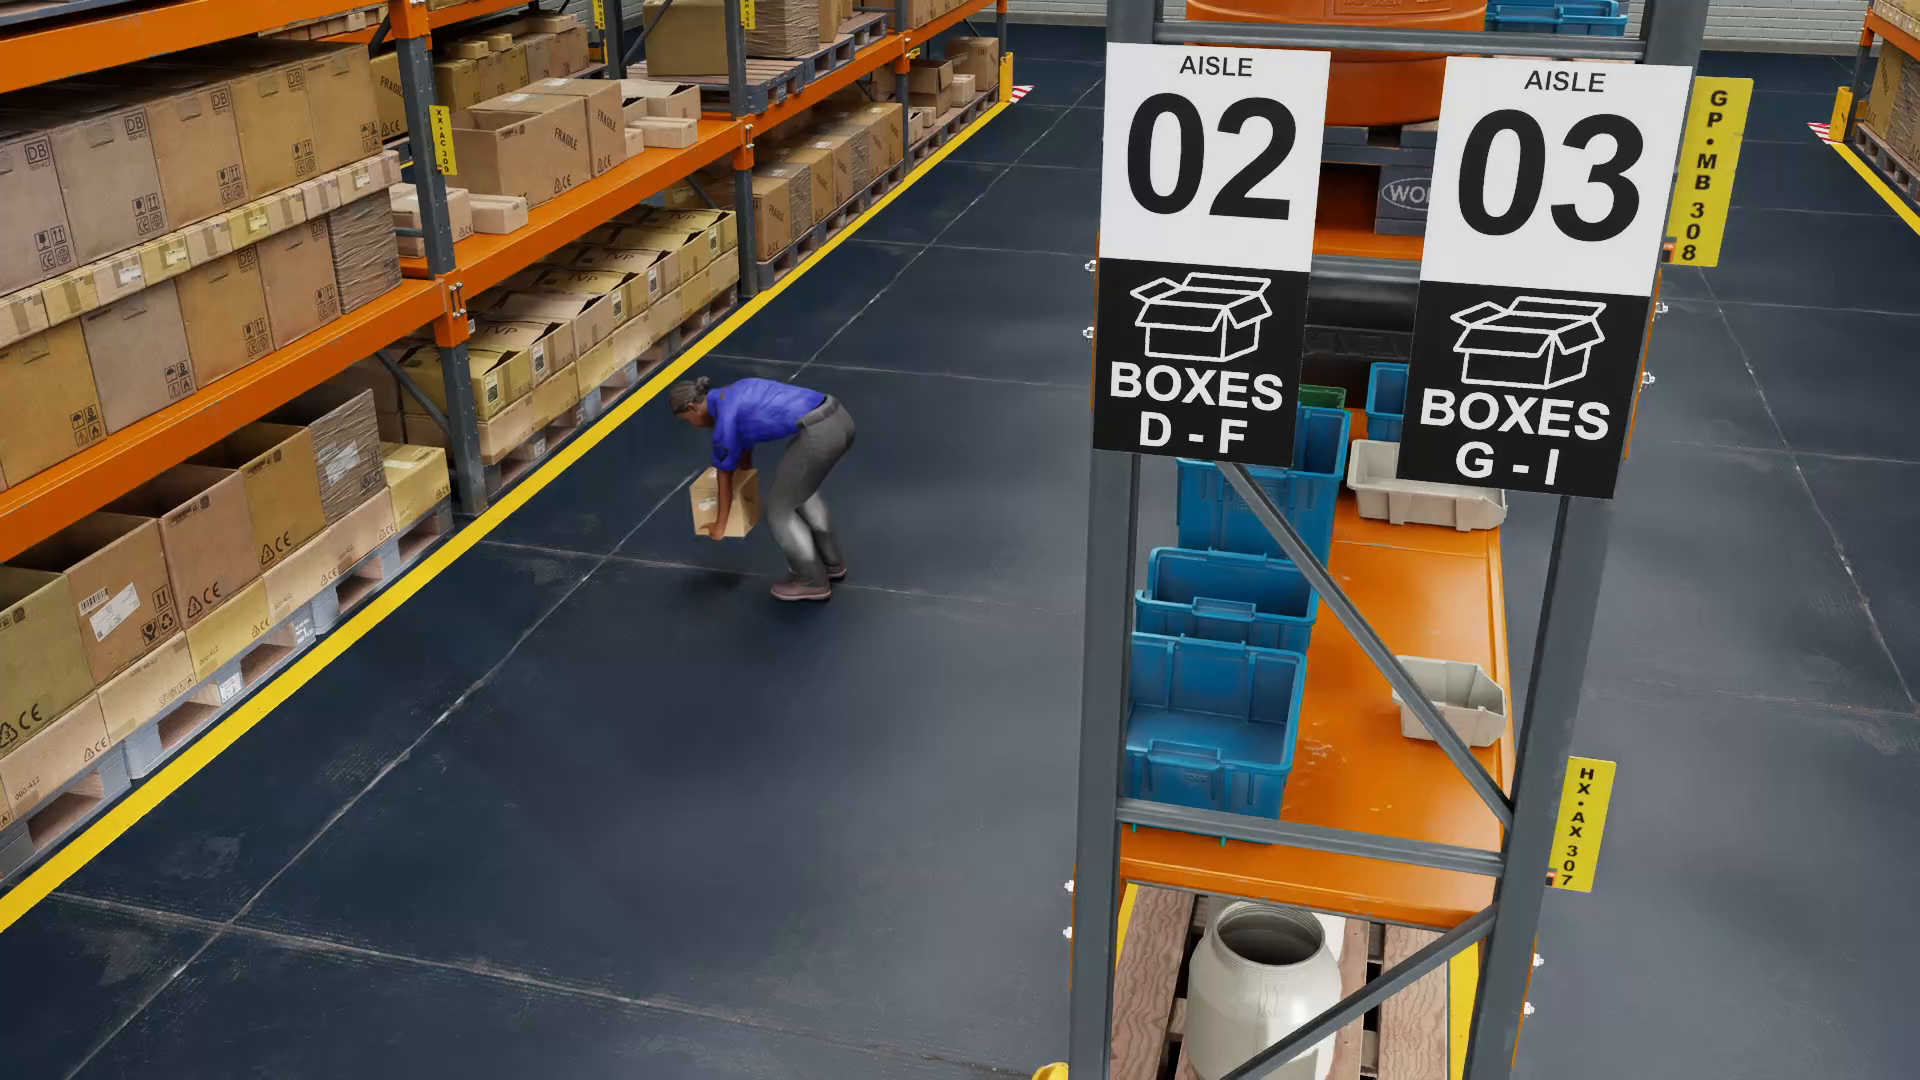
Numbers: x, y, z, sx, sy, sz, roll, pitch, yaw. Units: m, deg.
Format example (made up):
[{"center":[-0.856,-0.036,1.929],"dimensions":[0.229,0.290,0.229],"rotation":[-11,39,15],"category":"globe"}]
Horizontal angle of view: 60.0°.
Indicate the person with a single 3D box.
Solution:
[{"center":[-0.931,-0.264,7.897],"dimensions":[0.876,1.038,0.429],"rotation":[5,26,11],"category":"person"}]
